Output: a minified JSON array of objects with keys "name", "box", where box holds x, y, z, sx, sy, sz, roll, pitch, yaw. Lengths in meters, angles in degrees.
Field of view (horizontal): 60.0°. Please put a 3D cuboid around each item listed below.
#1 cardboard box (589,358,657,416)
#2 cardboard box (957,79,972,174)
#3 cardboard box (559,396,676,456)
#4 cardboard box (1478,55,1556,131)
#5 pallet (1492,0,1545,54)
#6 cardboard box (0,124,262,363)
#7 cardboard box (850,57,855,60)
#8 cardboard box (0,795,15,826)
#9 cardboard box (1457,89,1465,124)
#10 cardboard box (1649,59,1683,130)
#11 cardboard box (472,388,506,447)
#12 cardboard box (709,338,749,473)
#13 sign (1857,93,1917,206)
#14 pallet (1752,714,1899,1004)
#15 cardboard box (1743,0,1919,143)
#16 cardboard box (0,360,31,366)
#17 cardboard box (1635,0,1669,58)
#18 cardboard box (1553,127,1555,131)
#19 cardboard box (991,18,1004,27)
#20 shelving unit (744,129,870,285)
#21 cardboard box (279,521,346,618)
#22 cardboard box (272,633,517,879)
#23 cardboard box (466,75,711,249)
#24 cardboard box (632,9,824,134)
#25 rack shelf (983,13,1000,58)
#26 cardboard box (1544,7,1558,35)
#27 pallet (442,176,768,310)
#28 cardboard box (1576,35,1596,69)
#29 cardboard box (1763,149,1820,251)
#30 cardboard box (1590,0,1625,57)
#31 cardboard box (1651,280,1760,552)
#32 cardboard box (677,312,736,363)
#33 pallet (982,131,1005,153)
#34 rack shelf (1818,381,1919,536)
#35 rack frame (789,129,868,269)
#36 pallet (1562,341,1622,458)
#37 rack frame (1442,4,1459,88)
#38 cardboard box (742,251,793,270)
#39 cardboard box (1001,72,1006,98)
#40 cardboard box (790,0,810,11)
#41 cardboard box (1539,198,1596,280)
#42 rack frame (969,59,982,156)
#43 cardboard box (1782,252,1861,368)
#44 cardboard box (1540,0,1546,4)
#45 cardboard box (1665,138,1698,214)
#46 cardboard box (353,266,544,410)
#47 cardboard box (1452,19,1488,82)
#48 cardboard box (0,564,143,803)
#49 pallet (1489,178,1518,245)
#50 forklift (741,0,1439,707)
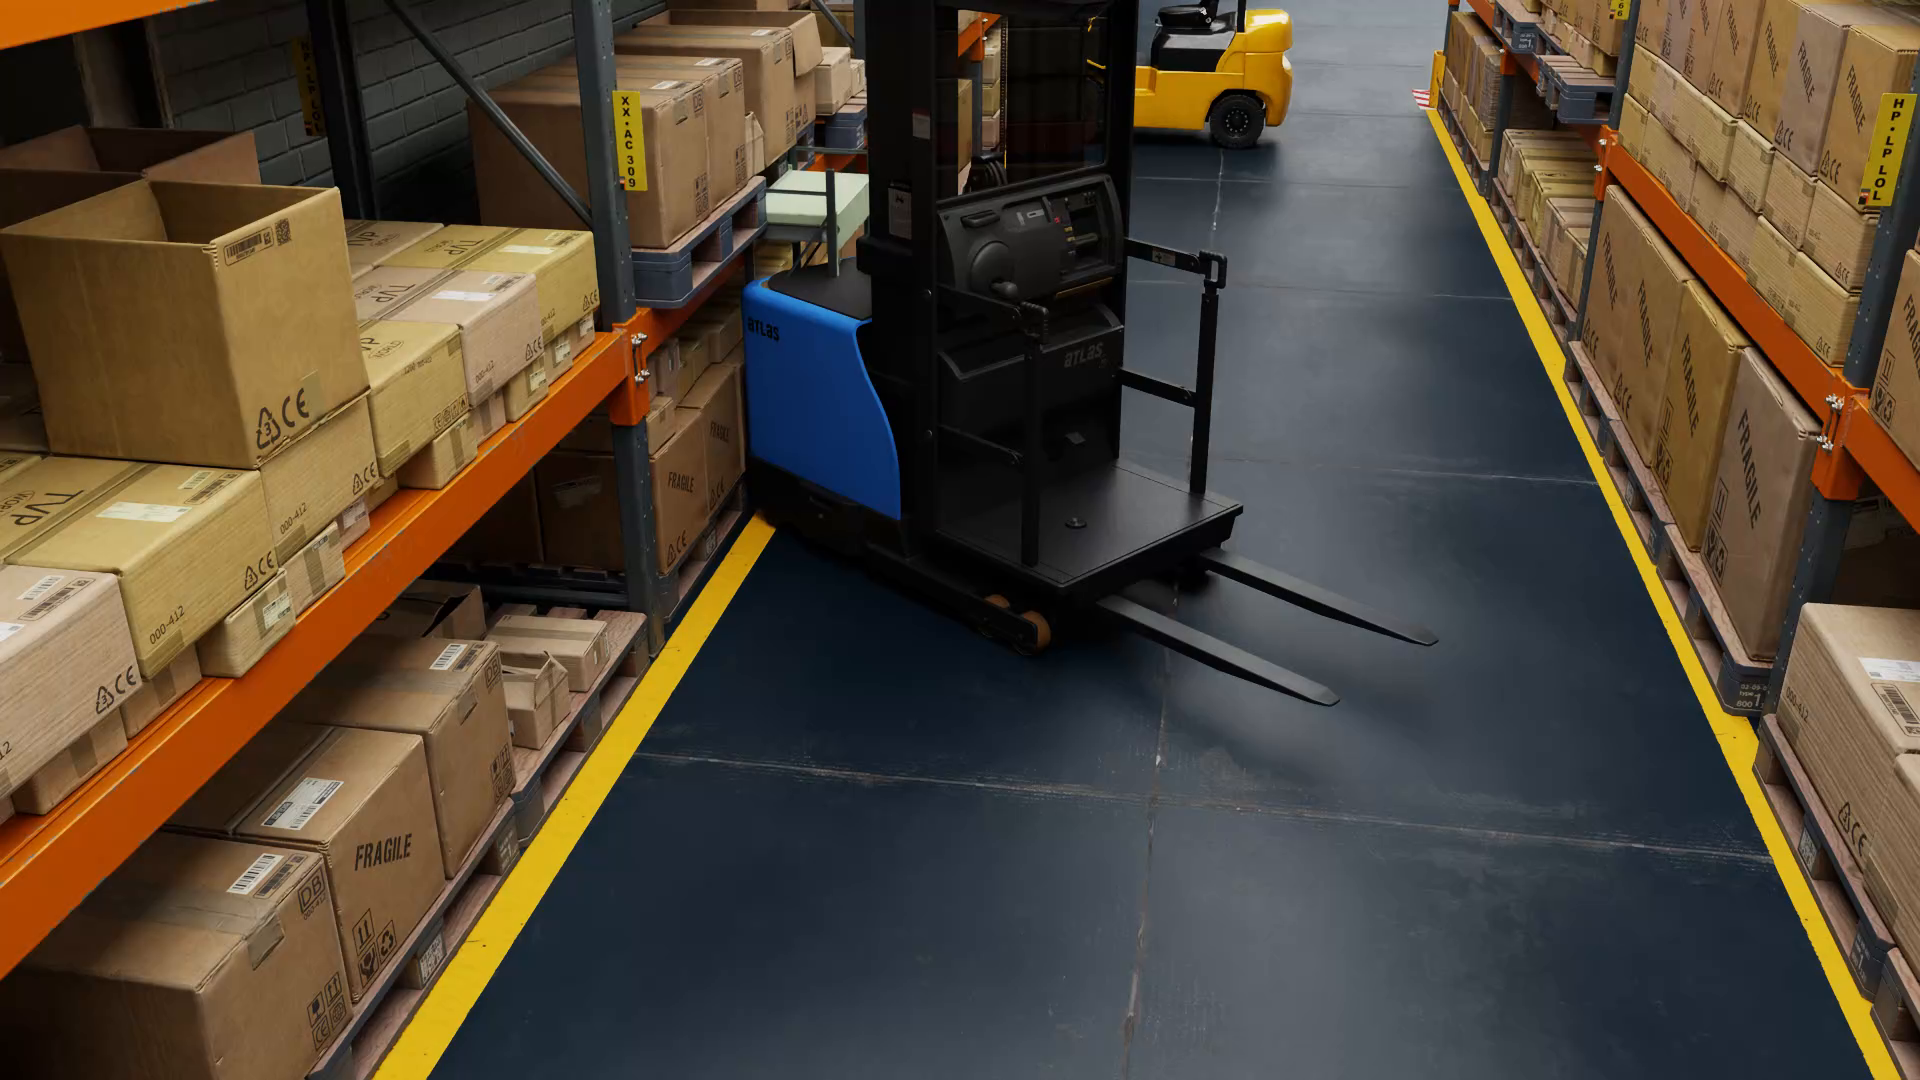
[{"name":"cardboard box","box":[-1.373,-0.587,6.303,0.380,0.149,0.250,4,25,8]},{"name":"cardboard box","box":[-0.401,-3.206,12.867,0.875,0.625,0.625,5,26,11]},{"name":"cardboard box","box":[-1.313,-0.448,6.357,0.380,0.149,0.250,5,26,11]},{"name":"cardboard box","box":[4.402,-3.519,13.092,0.500,0.500,0.500,4,25,8]},{"name":"pallet","box":[4.302,-3.572,11.568,1.003,0.211,1.213,4,25,9]},{"name":"cardboard box","box":[-2.140,-0.767,4.291,0.500,0.500,0.500,3,25,7]},{"name":"cardboard box","box":[-0.667,-2.738,9.739,0.500,0.250,0.500,4,25,9]},{"name":"cardboard box","box":[-1.959,0.482,2.979,0.380,0.149,0.250,4,25,8]},{"name":"cardboard box","box":[4.652,-3.826,14.633,0.500,0.250,0.500,6,26,12]},{"name":"cardboard box","box":[3.505,-2.043,7.663,0.500,0.250,0.500,5,25,10]},{"name":"cardboard box","box":[-1.547,-0.371,4.801,0.380,0.149,0.250,5,25,10]},{"name":"cardboard box","box":[-1.170,-0.641,7.535,0.500,0.500,0.500,3,25,7]},{"name":"sign","box":[2.726,-1.144,4.884,0.100,0.325,0.005,4,25,9]},{"name":"pallet","box":[3.061,0.953,4.964,1.003,0.211,1.213,4,25,9]},{"name":"cardboard box","box":[3.268,-1.752,6.158,0.500,0.500,0.500,5,26,10]},{"name":"cardboard box","box":[-2.143,-0.417,4.429,0.500,0.250,0.500,5,25,10]},{"name":"cardboard box","box":[3.595,-2.604,7.977,0.500,0.500,0.500,3,25,7]},{"name":"cardboard box","box":[4.933,-3.141,13.170,0.500,0.250,0.500,3,25,6]},{"name":"cardboard box","box":[0.318,-4.530,14.958,0.500,0.250,0.500,4,25,7]},{"name":"shelving unit","box":[-0.653,-1.030,7.514,0.431,1.500,0.755,5,27,9]},{"name":"cardboard box","box":[-1.681,0.057,3.887,0.380,0.149,0.250,5,25,10]},{"name":"cardboard box","box":[-1.747,0.612,4.857,0.700,0.500,0.500,3,25,7]},{"name":"cardboard box","box":[-1.335,-1.387,6.061,0.700,0.500,0.500,5,25,10]},{"name":"cardboard box","box":[-1.065,-2.179,7.750,0.797,0.503,0.637,3,25,7]},{"name":"rack shelf","box":[0.000,-4.821,14.860,1.077,0.370,4.000,4,25,9]},{"name":"cardboard box","box":[3.928,-3.292,10.546,0.380,0.149,0.250,5,26,11]},{"name":"pallet","box":[-1.396,-1.204,6.511,1.003,0.211,1.213,4,25,9]},{"name":"cardboard box","box":[3.708,-2.751,9.389,0.380,0.149,0.250,4,25,8]},{"name":"cardboard box","box":[3.170,-1.192,5.844,0.500,0.250,0.500,5,25,10]},{"name":"cardboard box","box":[3.717,-2.875,8.889,0.500,0.500,0.500,3,25,7]},{"name":"cardboard box","box":[3.425,-0.493,6.777,0.875,0.875,0.875,5,26,10]},{"name":"cardboard box","box":[-1.205,-0.895,7.312,0.380,0.149,0.250,4,25,8]},{"name":"pallet","box":[-0.156,-3.377,14.216,1.003,0.211,1.213,4,25,9]},{"name":"rack shelf","box":[2.936,0.540,3.407,1.077,0.370,4.000,4,25,9]},{"name":"rack frame","box":[-0.587,-1.192,7.836,0.400,1.500,0.023,5,27,9]},{"name":"pallet","box":[3.713,-0.708,8.513,1.003,0.211,1.213,4,25,9]},{"name":"rack frame","box":[5.224,-5.641,15.763,1.000,3.000,0.127,4,25,9]},{"name":"cardboard box","box":[-1.040,-1.330,8.242,0.380,0.149,0.250,4,25,8]},{"name":"cardboard box","box":[0.137,-3.873,14.145,0.500,0.250,0.500,4,25,8]},{"name":"cardboard box","box":[-1.182,-3.003,9.715,0.500,0.250,0.500,5,25,10]},{"name":"cardboard box","box":[4.132,-1.840,10.247,0.950,0.372,0.625,4,25,8]},{"name":"rack frame","box":[-0.327,-4.310,12.921,1.000,3.000,0.127,4,25,9]},{"name":"cardboard box","box":[3.088,-0.759,5.511,0.500,0.250,0.500,3,25,7]},{"name":"cardboard box","box":[4.035,-3.747,10.752,0.500,0.500,0.500,4,25,8]},{"name":"cardboard box","box":[3.431,-1.605,7.318,0.500,0.250,0.500,5,26,10]},{"name":"cardboard box","box":[-1.544,-0.591,4.800,0.500,0.250,0.500,4,25,9]},{"name":"cardboard box","box":[4.735,-4.378,14.929,0.500,0.500,0.500,3,25,7]},{"name":"cardboard box","box":[-1.866,0.260,2.983,0.500,0.250,0.500,4,25,9]},{"name":"pallet","box":[4.445,-2.379,12.084,1.003,0.211,1.213,4,25,9]},{"name":"forklift","box":[0.433,-1.135,6.217,1.130,2.935,3.031,-22,33,-39]}]
